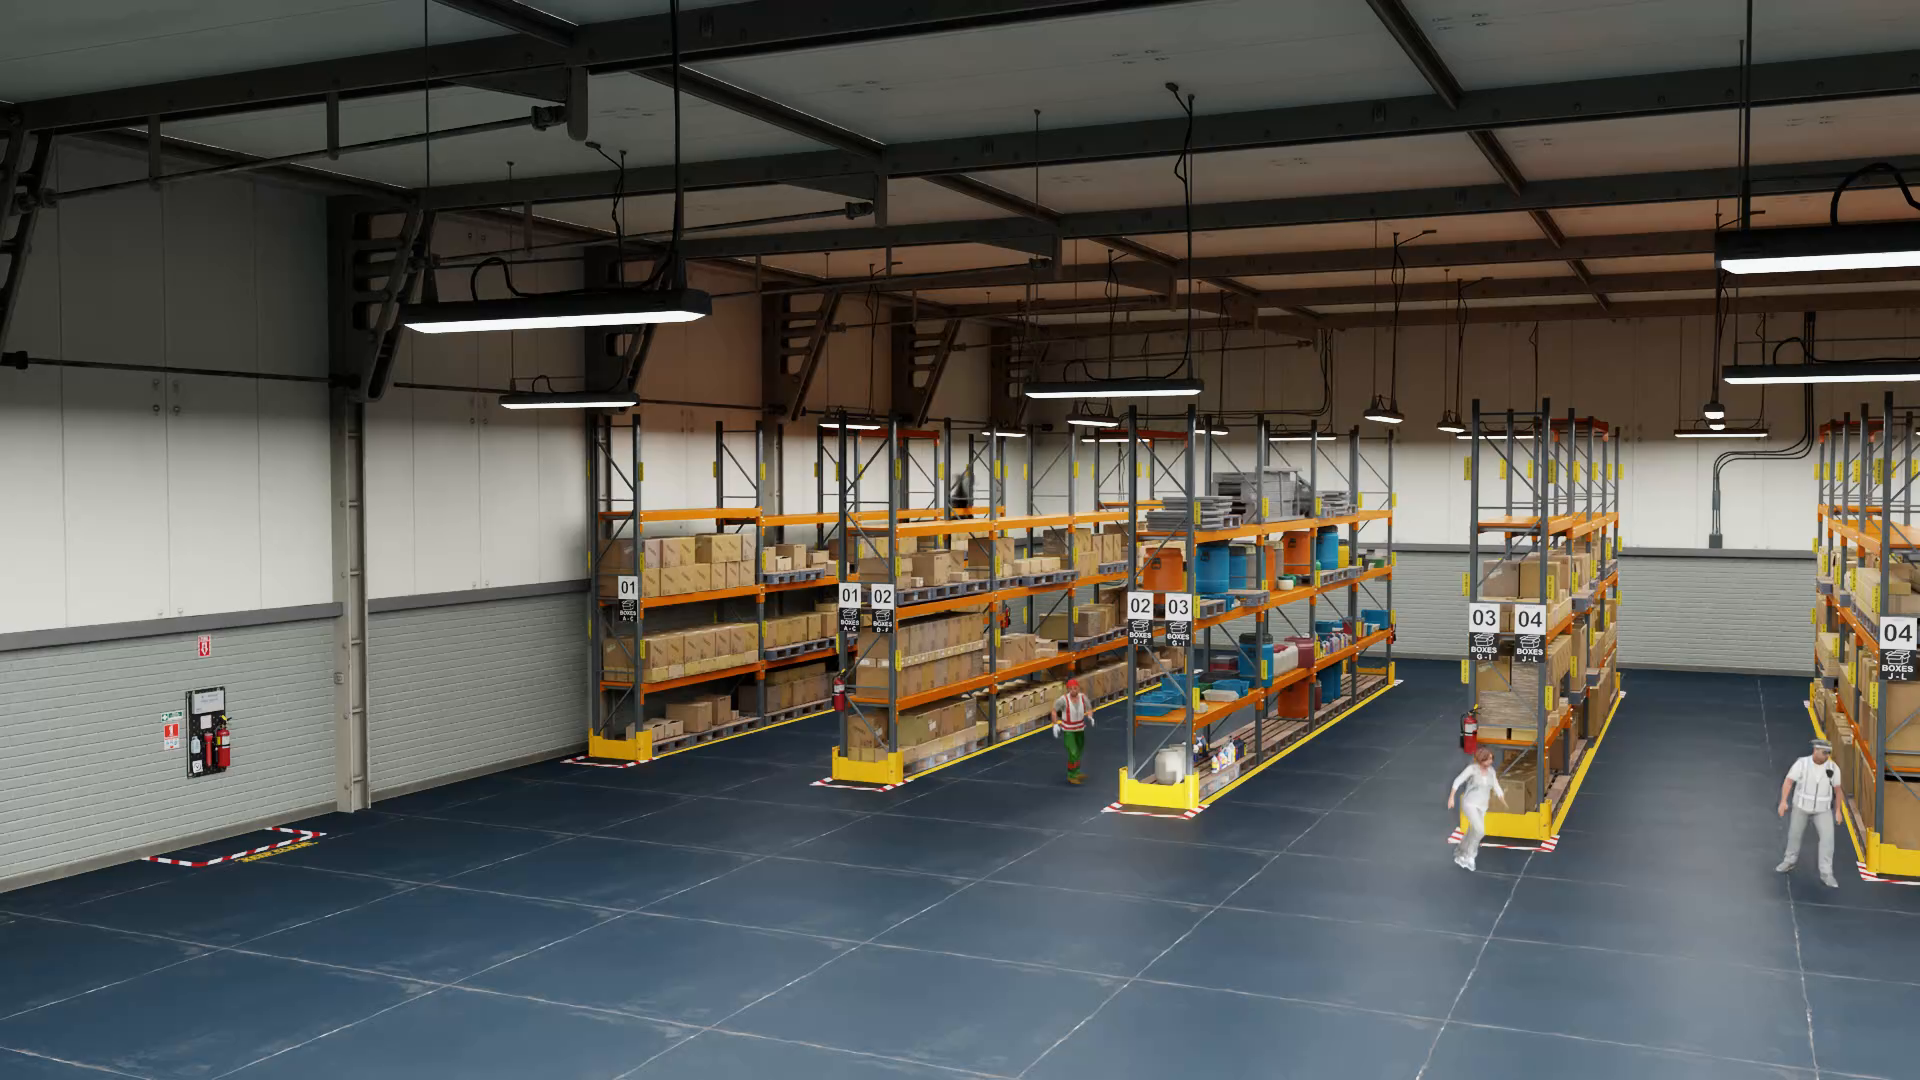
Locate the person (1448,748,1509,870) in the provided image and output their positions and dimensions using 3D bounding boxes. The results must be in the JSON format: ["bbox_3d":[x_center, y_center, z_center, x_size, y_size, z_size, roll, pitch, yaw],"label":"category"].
[{"bbox_3d":[6.487,3.356,20.808,0.518,1.540,0.780,-1,3,-23],"label":"person"}]

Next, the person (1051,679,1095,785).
[{"bbox_3d":[1.852,3.071,26.713,0.671,1.734,0.809,-1,3,-27],"label":"person"}]

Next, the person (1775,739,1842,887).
[{"bbox_3d":[10.437,3.303,20.425,0.730,1.742,0.777,1,2,17],"label":"person"}]
